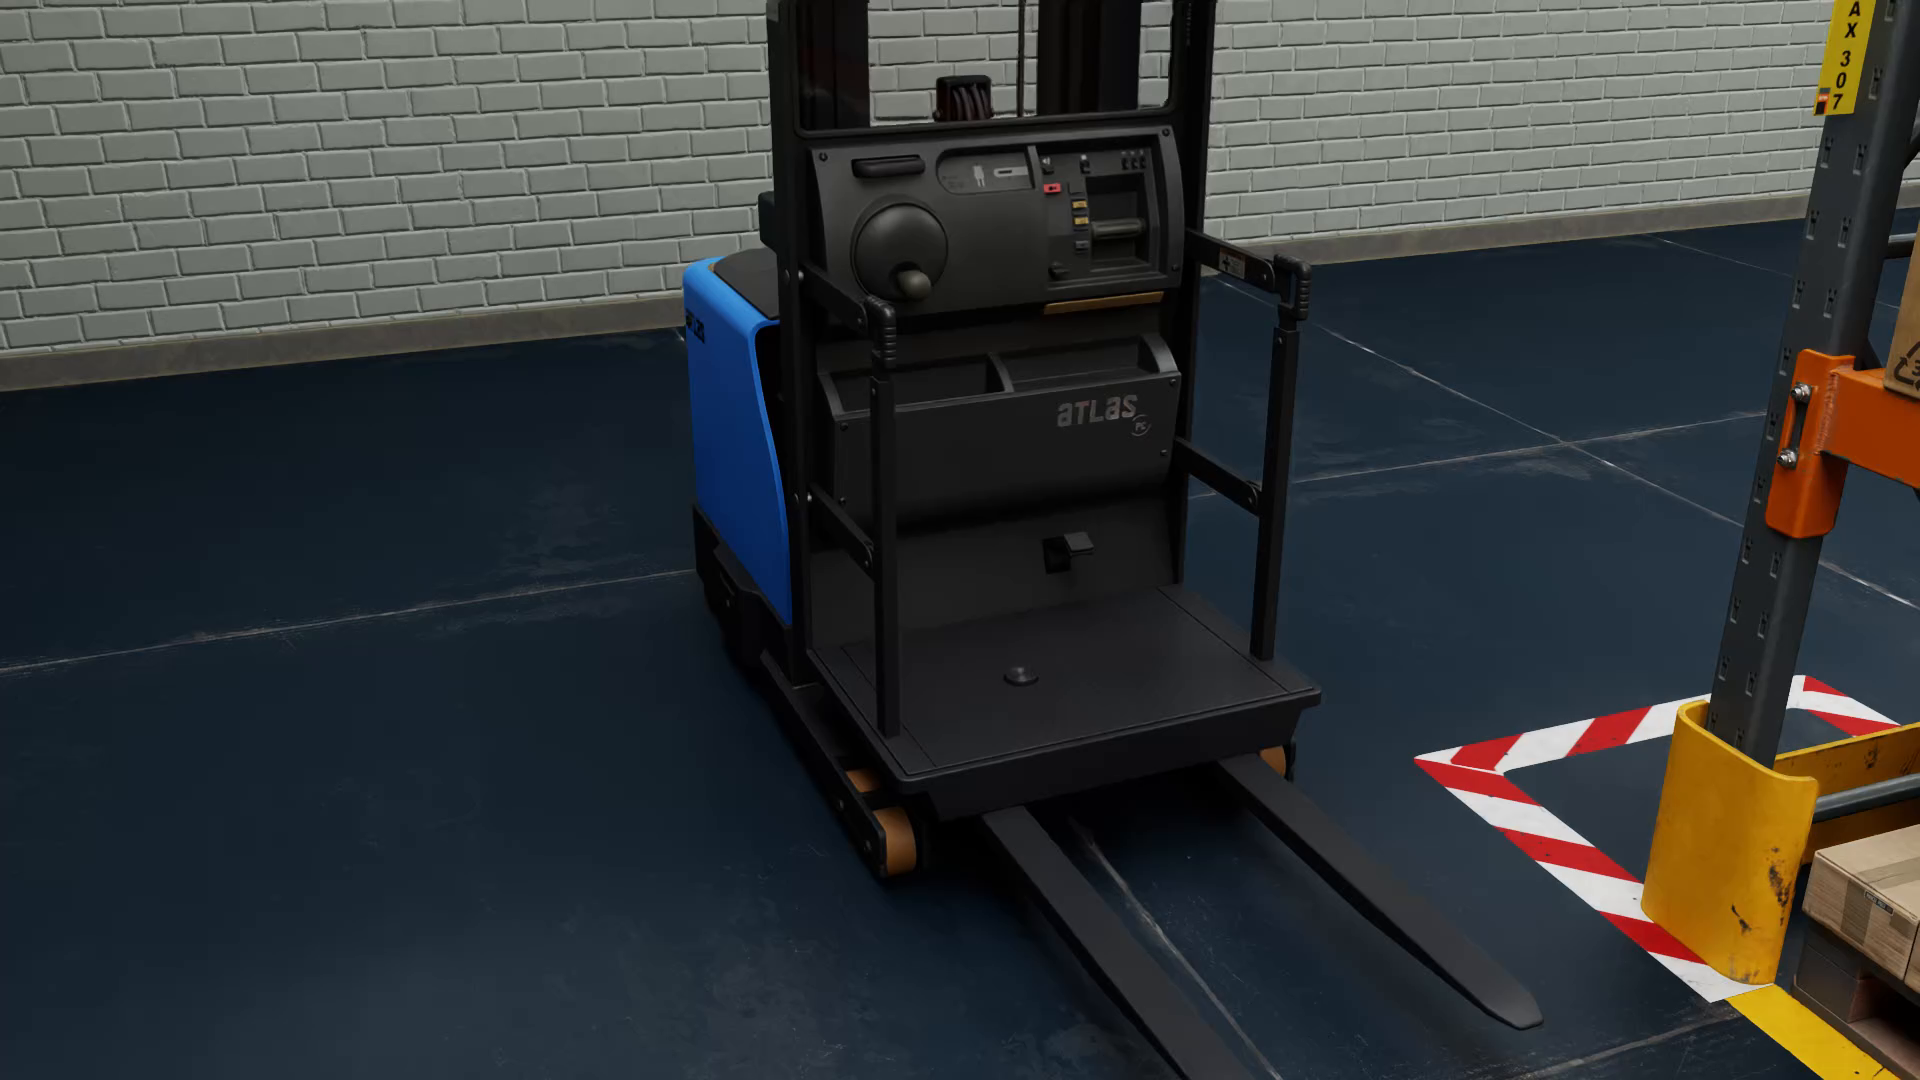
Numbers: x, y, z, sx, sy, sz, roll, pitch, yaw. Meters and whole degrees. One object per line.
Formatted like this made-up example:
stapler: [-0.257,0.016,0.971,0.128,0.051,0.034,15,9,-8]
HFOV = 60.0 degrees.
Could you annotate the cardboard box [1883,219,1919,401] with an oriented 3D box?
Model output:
cardboard box: [2.015,-0.452,2.832,0.500,0.500,0.500,-8,24,-18]

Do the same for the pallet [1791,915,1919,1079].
pallet: [2.414,0.999,3.109,1.003,0.211,1.213,-8,24,-19]

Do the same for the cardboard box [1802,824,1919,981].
cardboard box: [1.931,0.707,3.315,0.380,0.149,0.250,-8,24,-19]

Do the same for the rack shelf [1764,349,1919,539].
rack shelf: [2.811,0.455,1.735,1.077,0.370,4.000,-8,24,-19]

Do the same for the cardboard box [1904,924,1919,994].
cardboard box: [2.020,0.790,3.096,0.380,0.166,0.250,-8,24,-19]

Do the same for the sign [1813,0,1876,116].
sign: [1.597,-0.928,2.975,0.100,0.325,0.005,-8,24,-19]

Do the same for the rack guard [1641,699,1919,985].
rack guard: [2.132,0.576,3.739,1.175,0.500,0.348,-8,24,-19]

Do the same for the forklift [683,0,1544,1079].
forklift: [0.190,-0.750,3.755,1.130,2.935,3.031,-9,25,-21]

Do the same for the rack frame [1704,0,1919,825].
rack frame: [2.105,-0.603,3.319,1.000,3.000,0.127,-8,24,-19]
